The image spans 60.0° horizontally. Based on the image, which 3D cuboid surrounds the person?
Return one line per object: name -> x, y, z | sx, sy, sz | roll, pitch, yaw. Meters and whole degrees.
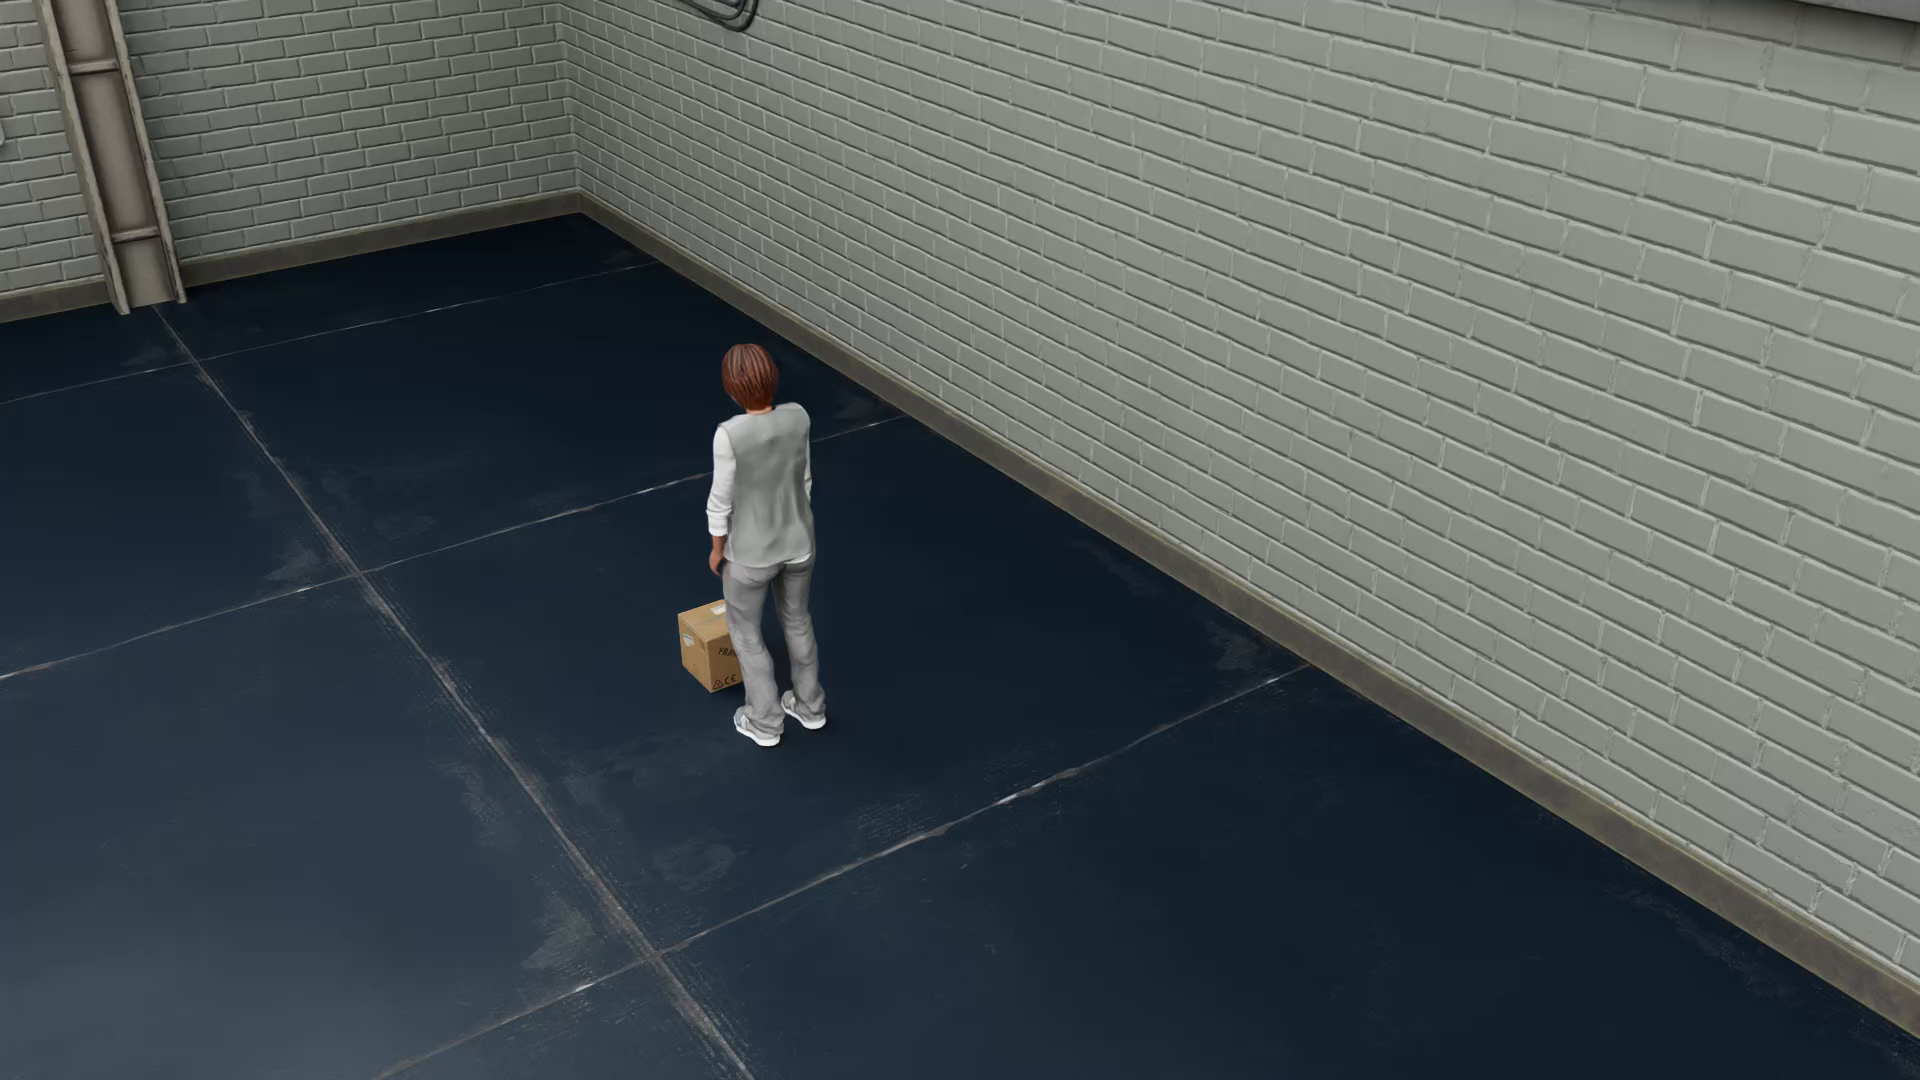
person -> -0.713, 0.147, 6.130 | 0.410, 1.206, 0.277 | -18, 34, -29
